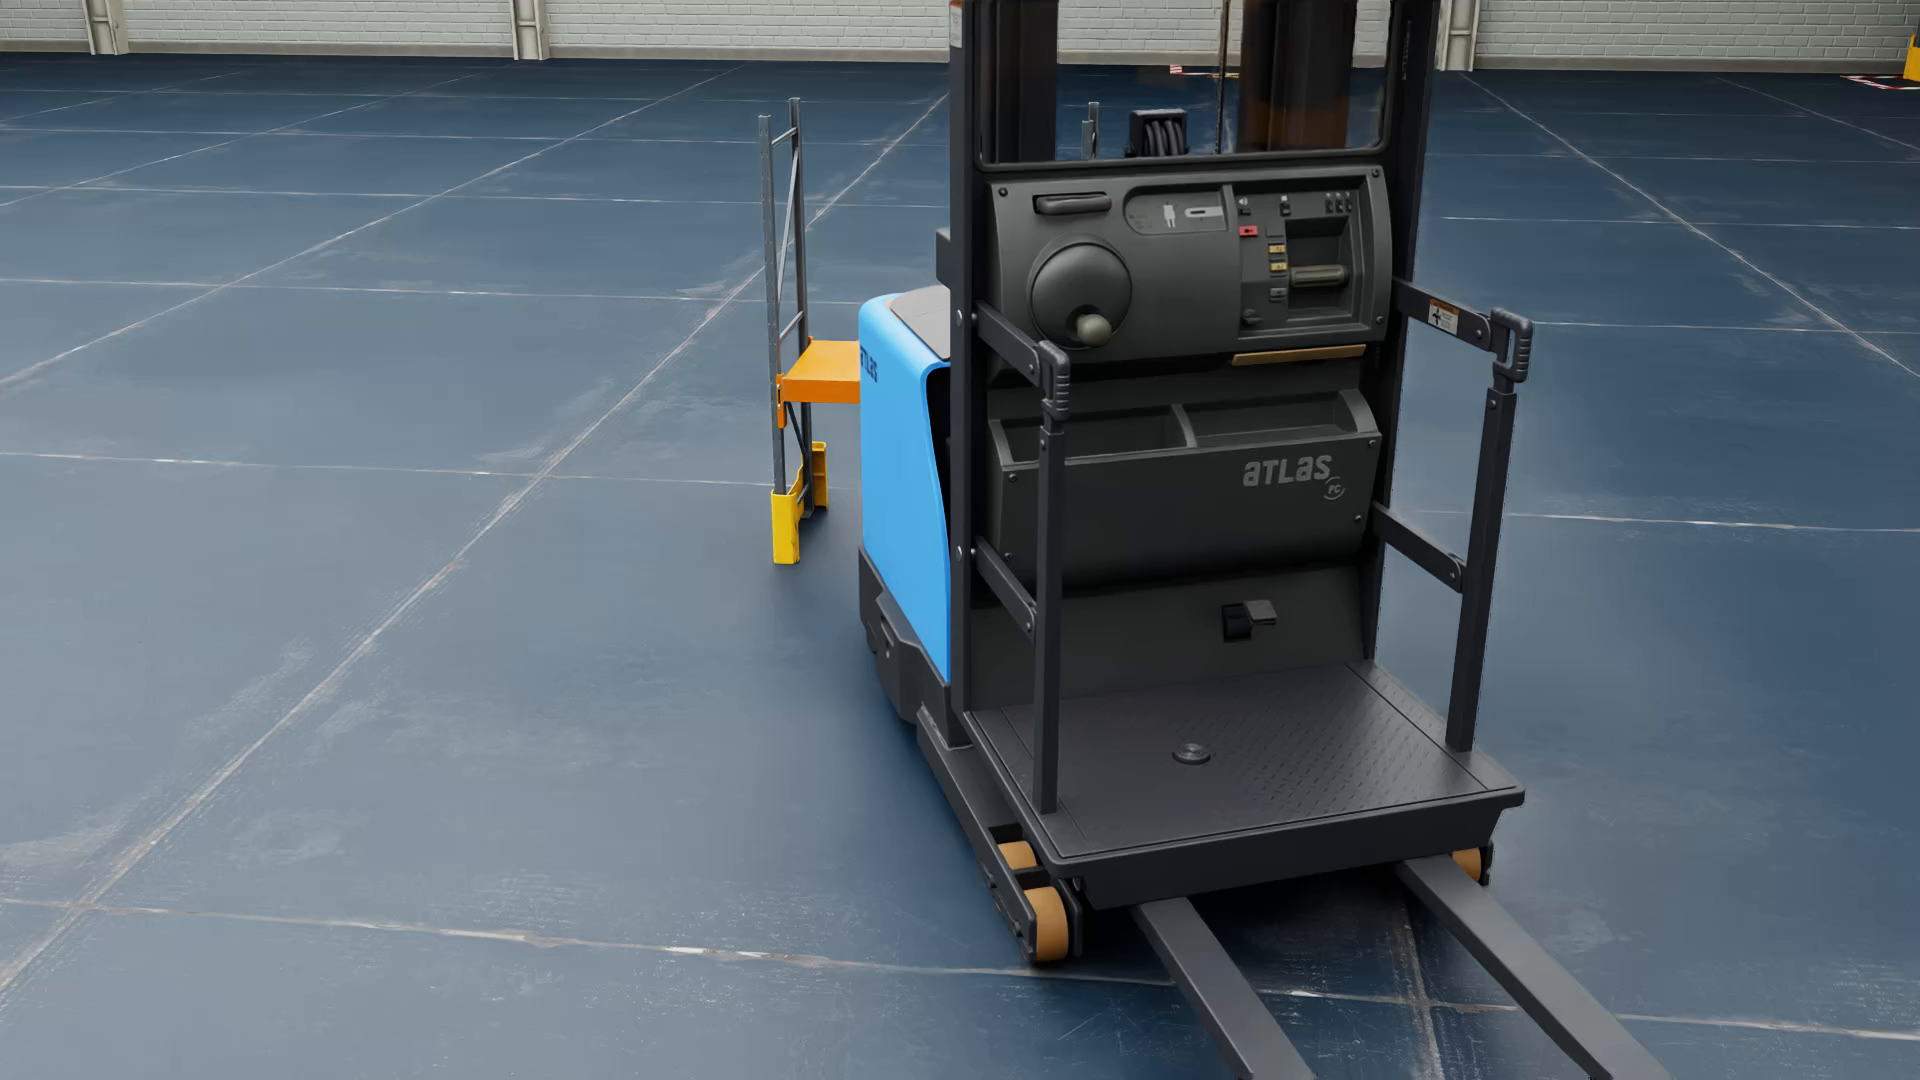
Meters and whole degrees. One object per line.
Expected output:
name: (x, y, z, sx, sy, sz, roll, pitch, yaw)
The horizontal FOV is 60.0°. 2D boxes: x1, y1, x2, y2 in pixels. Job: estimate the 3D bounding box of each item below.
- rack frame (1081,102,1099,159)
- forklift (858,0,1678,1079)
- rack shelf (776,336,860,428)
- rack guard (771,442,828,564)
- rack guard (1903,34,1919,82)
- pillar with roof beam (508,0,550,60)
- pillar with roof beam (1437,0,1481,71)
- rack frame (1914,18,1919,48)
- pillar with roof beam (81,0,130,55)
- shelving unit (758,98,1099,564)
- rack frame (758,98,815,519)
rack frame: (0.420, -0.679, 5.618, 0.032, 1.500, 0.500, 2, 22, 6)
forklift: (0.582, -0.603, 3.479, 1.130, 2.935, 3.031, -6, 22, -15)
rack shelf: (-0.085, -0.534, 5.740, 1.000, 0.185, 0.538, 2, 22, 6)
rack guard: (-0.570, -0.141, 5.957, 0.087, 0.250, 0.587, 2, 22, 6)
rack guard: (11.449, -5.589, 19.396, 0.348, 0.500, 1.175, 2, 22, 6)
pillar with roof beam: (-6.211, -9.037, 16.559, 0.400, 9.000, 9.100, 2, 22, 6)
pillar with roof beam: (5.705, -8.518, 15.245, 0.400, 9.000, 9.100, 2, 22, 6)
rack frame: (11.373, -6.755, 18.945, 0.127, 3.000, 1.000, 2, 22, 6)
pillar with roof beam: (-12.170, -9.297, 17.215, 0.400, 9.000, 9.100, 2, 22, 6)
shelving unit: (-0.076, -0.701, 5.672, 1.083, 1.500, 0.587, 2, 22, 6)
rack frame: (-0.590, -0.723, 5.729, 0.032, 1.500, 0.500, 2, 22, 6)
